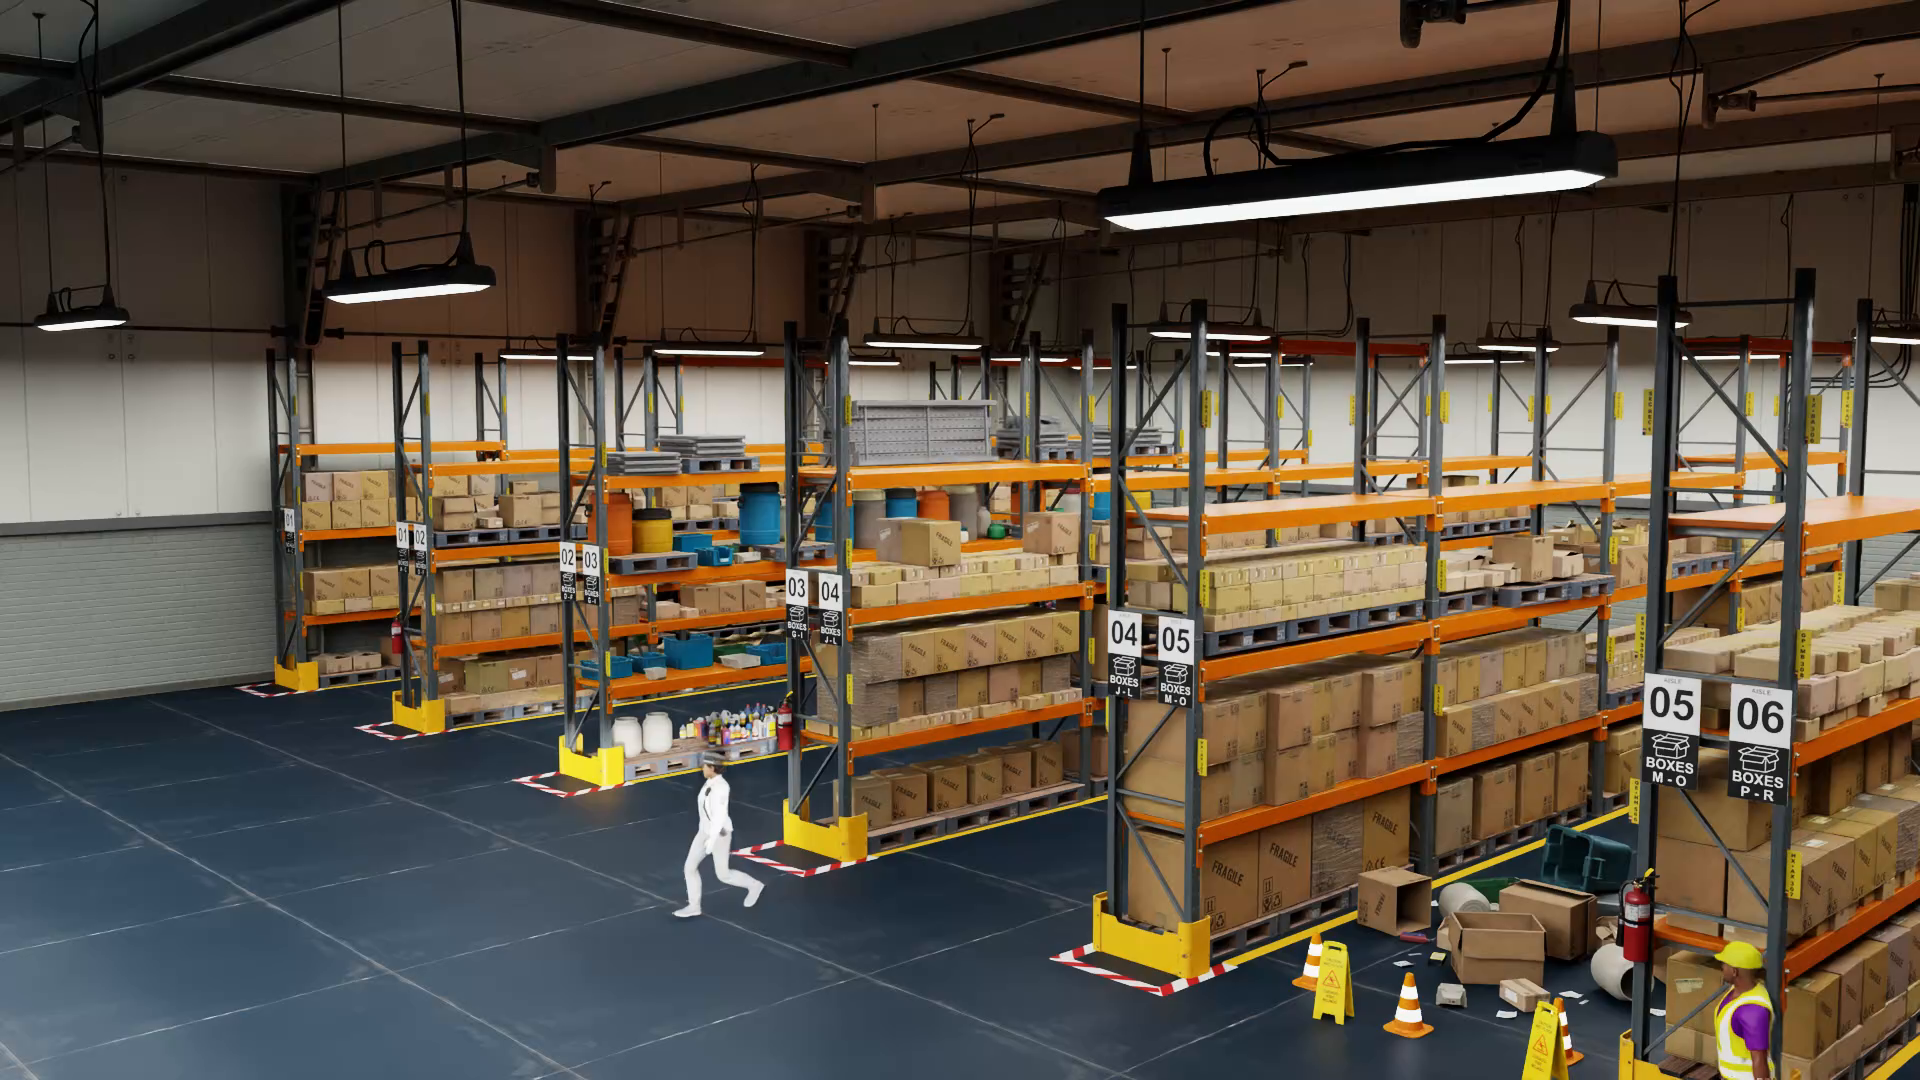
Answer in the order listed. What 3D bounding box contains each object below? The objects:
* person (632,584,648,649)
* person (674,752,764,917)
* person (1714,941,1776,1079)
[{"bbox_3d":[-6.121,1.519,31.779,0.499,1.779,0.571,-3,6,-30],"label":"person"},{"bbox_3d":[-2.452,2.919,16.586,0.868,1.599,0.480,-3,6,-35],"label":"person"},{"bbox_3d":[4.957,3.401,10.530,1.056,1.718,0.689,1,5,16],"label":"person"}]
